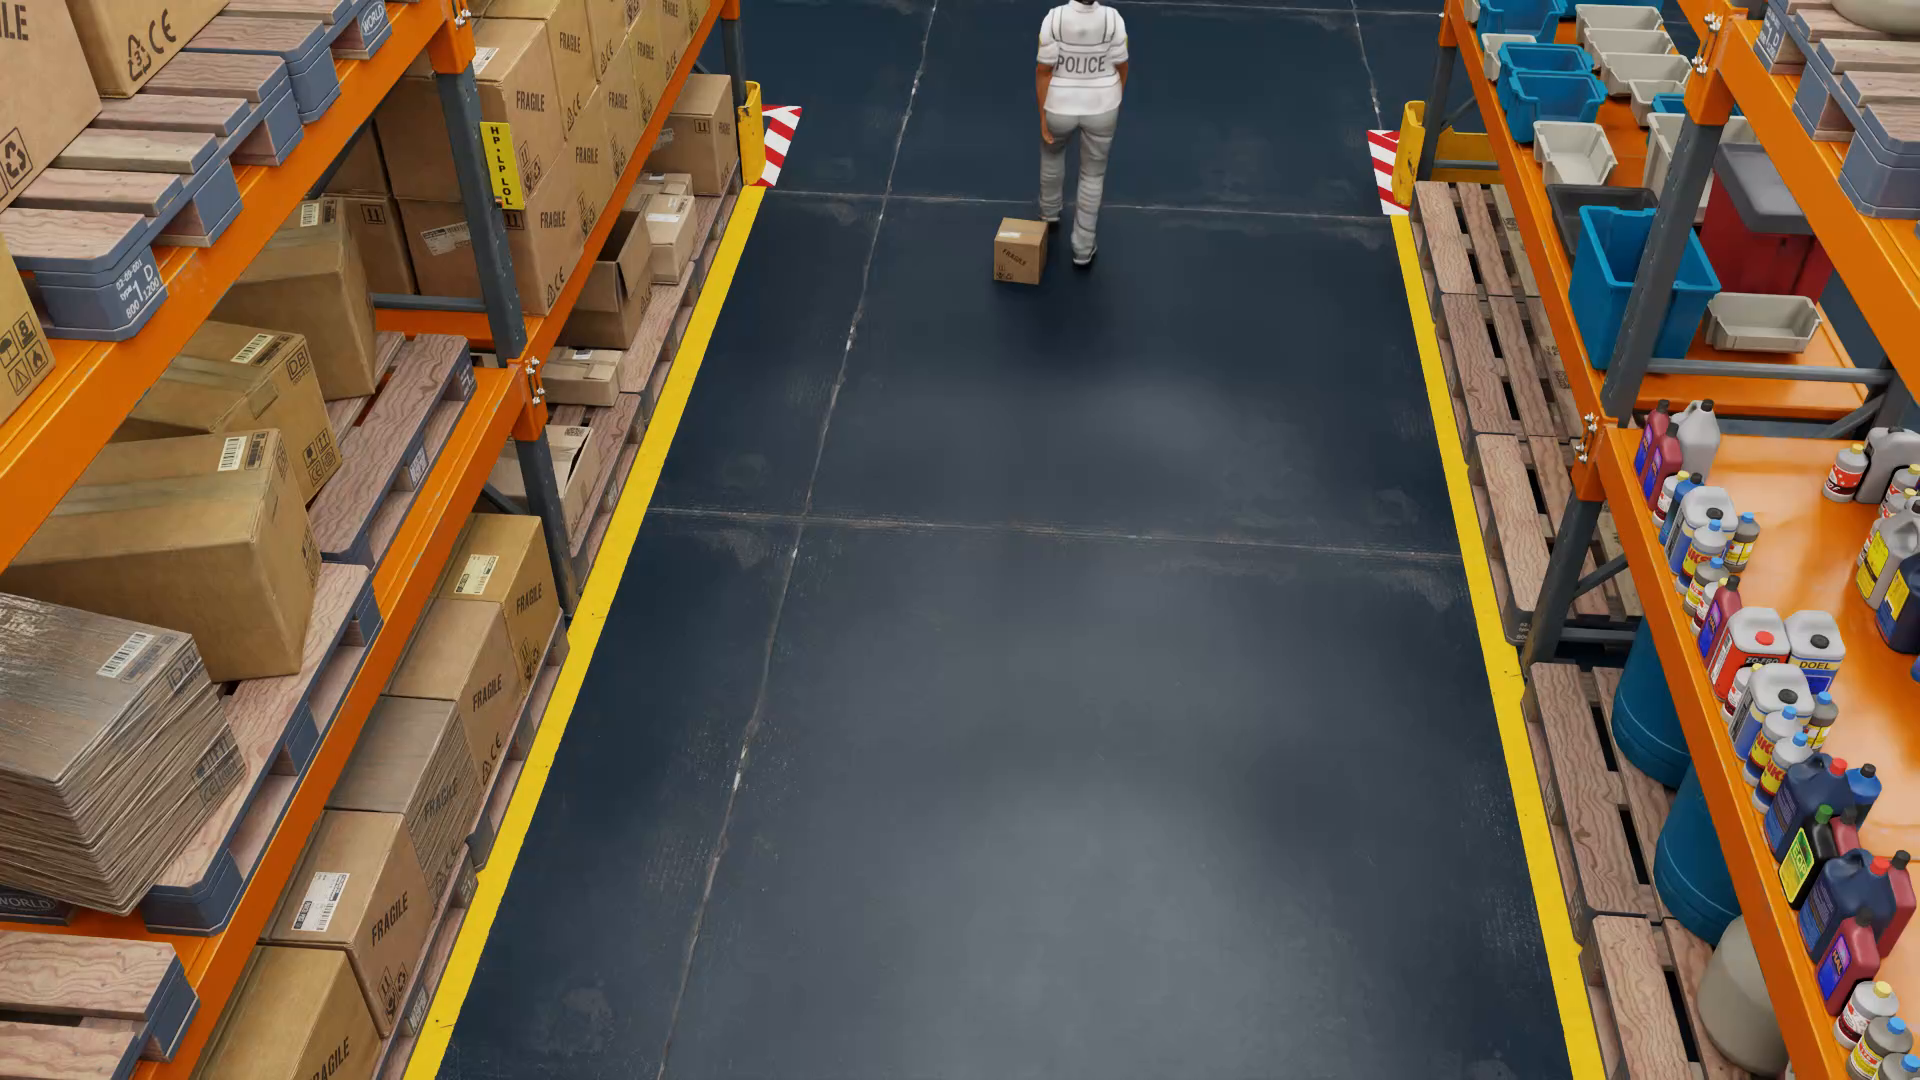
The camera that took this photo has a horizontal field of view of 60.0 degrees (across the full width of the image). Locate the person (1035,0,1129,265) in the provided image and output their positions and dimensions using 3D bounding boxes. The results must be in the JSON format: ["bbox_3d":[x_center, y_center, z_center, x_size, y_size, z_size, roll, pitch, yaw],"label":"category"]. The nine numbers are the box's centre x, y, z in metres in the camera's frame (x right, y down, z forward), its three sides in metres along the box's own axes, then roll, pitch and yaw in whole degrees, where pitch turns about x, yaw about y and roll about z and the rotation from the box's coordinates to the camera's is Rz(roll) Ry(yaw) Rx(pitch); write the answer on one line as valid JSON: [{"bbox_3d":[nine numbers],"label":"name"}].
[{"bbox_3d":[0.645,-2.312,8.907,0.478,1.717,0.670,4,40,4],"label":"person"}]
